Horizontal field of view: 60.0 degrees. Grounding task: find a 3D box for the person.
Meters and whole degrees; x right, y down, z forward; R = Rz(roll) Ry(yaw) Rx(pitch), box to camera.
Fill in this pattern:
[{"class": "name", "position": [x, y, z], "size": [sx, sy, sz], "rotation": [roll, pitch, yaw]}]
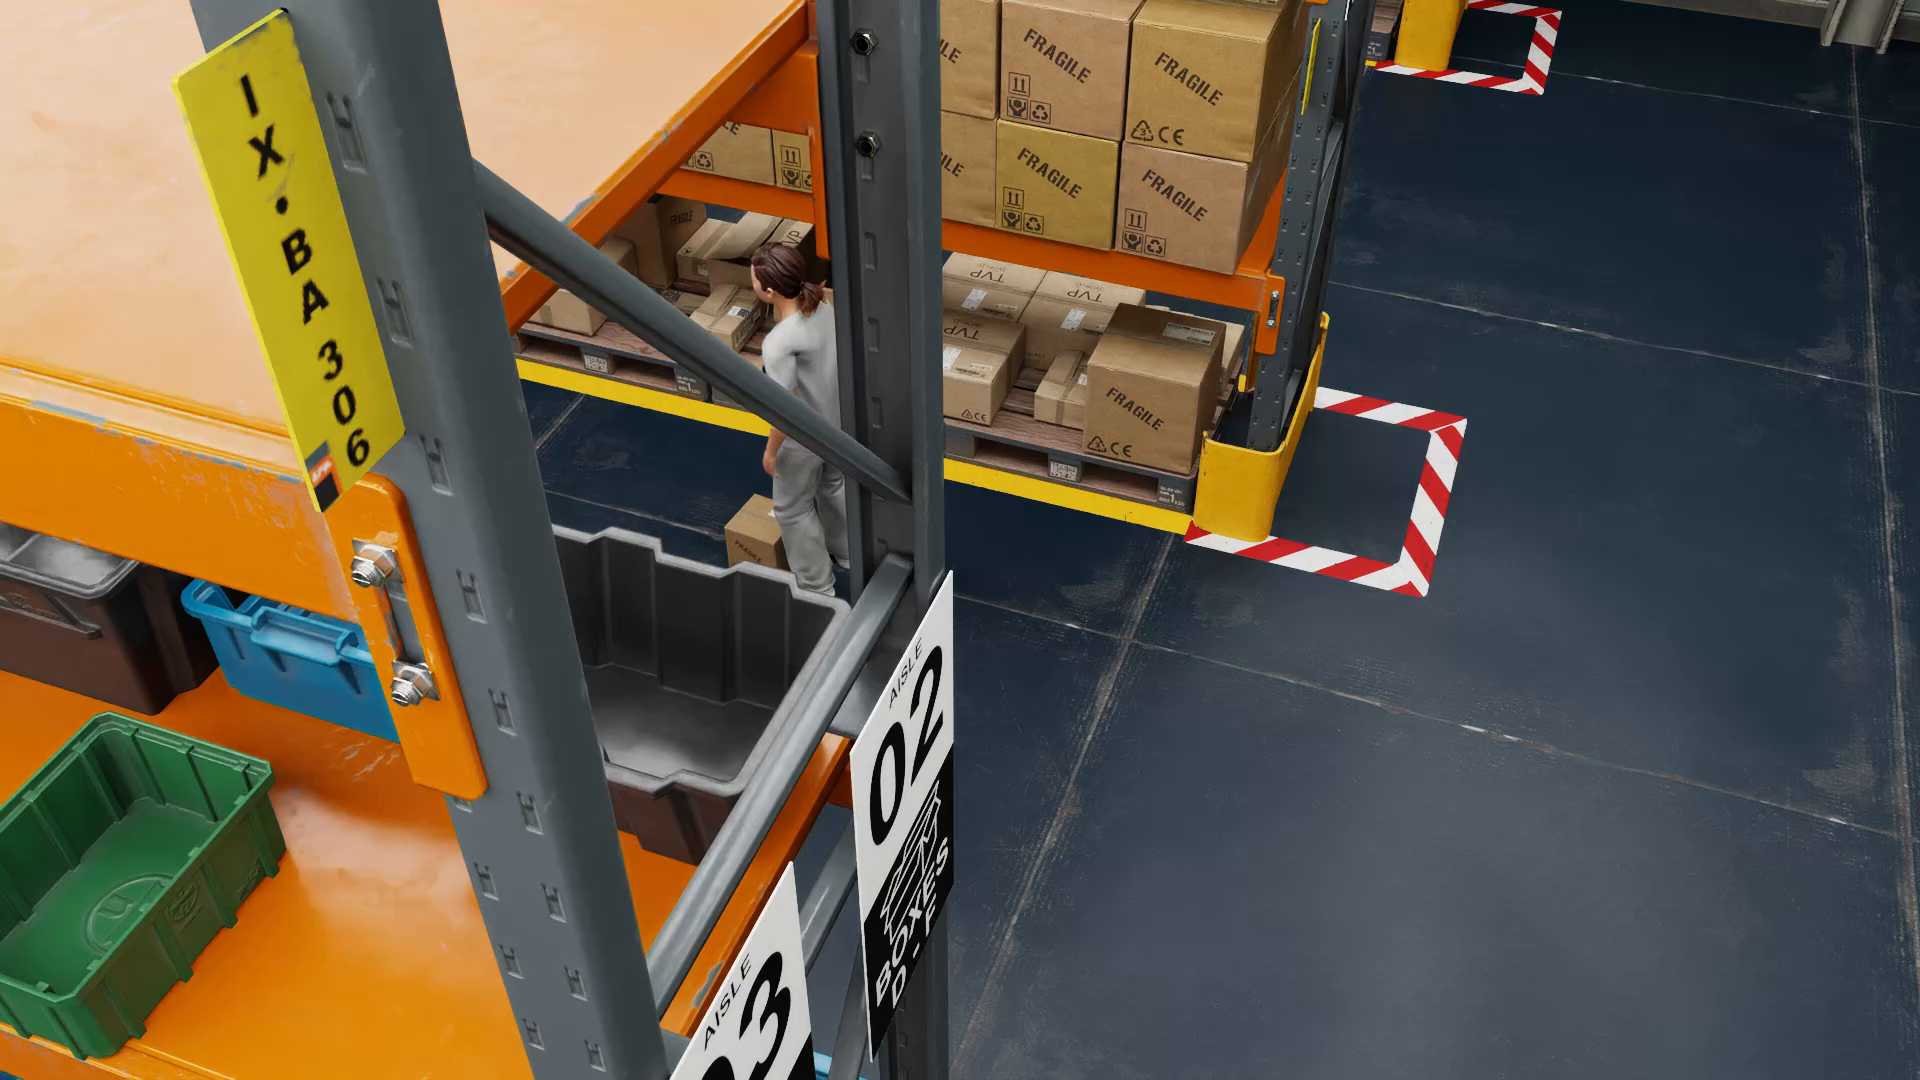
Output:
[{"class": "person", "position": [-0.622, -0.459, 6.676], "size": [0.355, 1.673, 0.509], "rotation": [18, 45, 19]}]
